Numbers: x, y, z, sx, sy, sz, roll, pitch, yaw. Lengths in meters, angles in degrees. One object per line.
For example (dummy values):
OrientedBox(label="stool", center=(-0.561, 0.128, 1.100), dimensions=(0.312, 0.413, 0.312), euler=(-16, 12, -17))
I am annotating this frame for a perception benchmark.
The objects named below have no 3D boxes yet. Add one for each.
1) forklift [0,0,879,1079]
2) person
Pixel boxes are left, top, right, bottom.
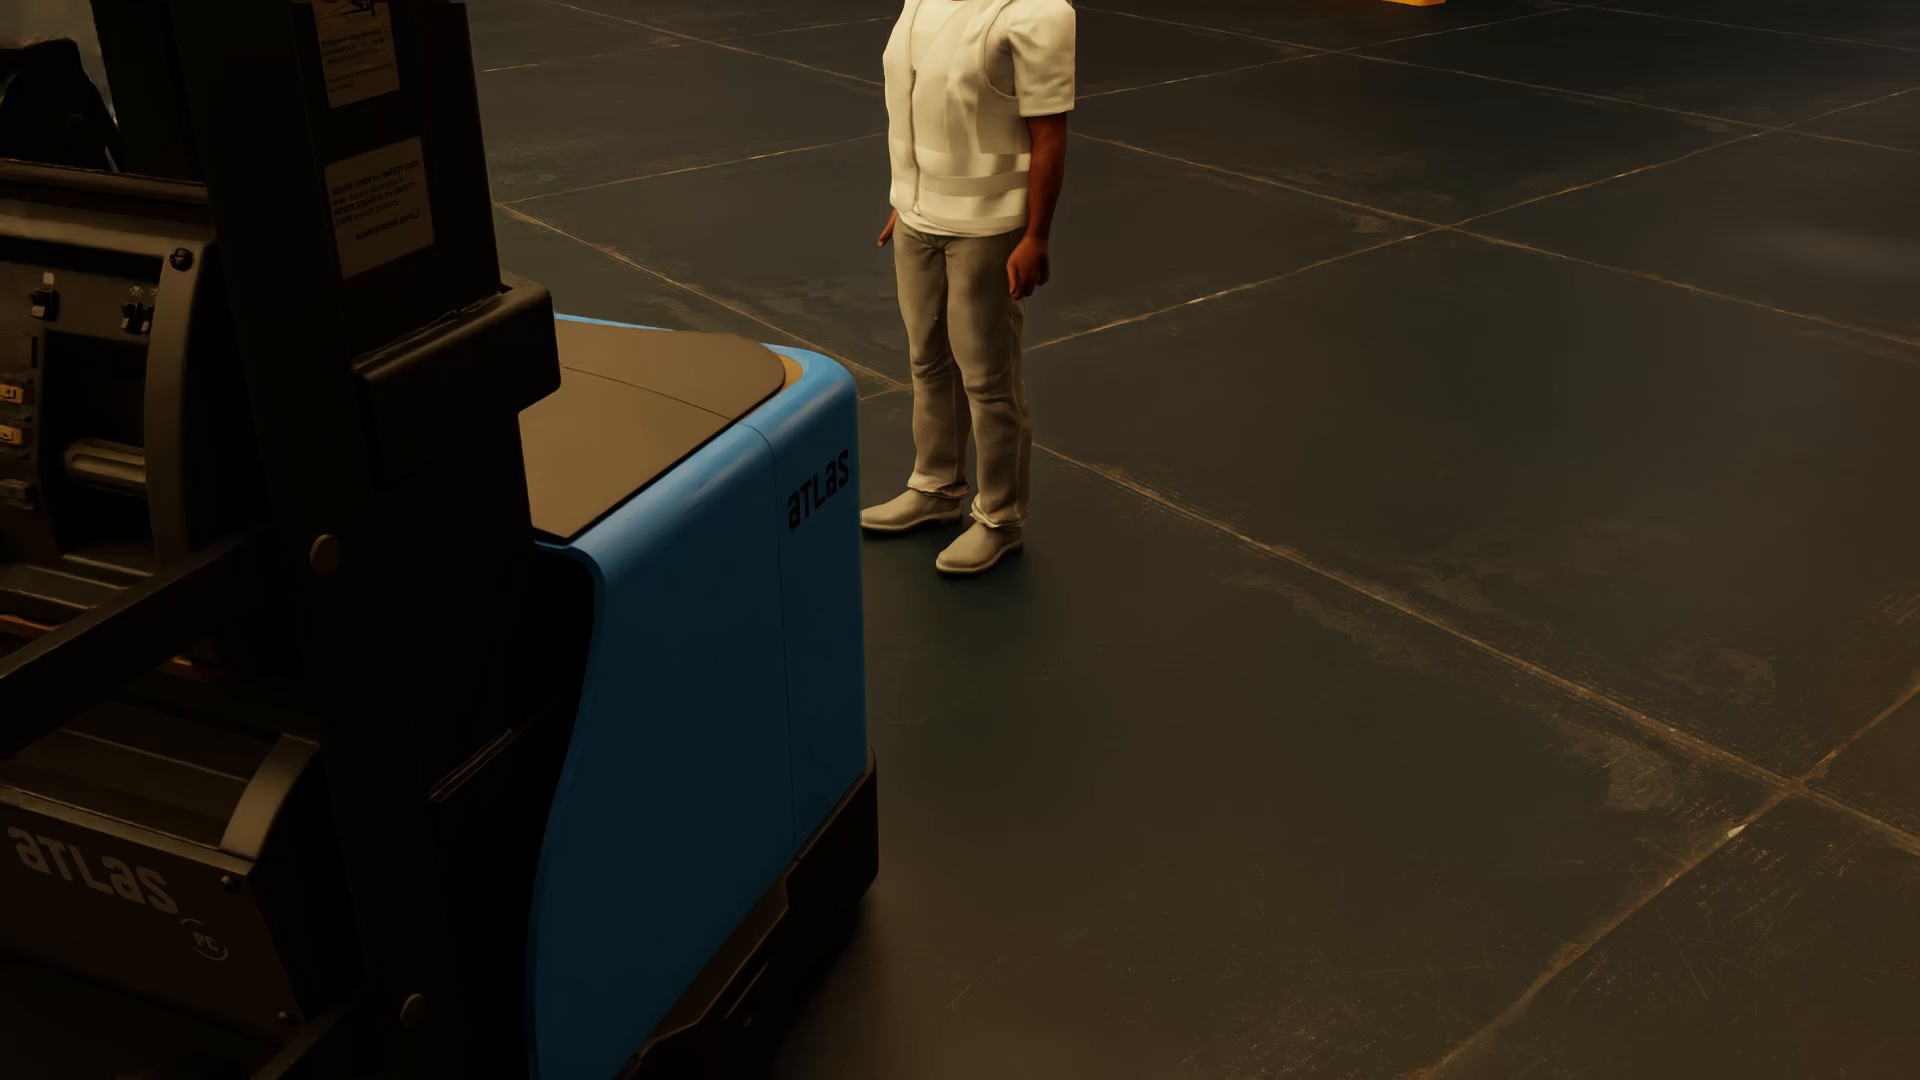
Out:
OrientedBox(label="forklift", center=(-1.179, -0.128, 1.461), dimensions=(1.130, 2.935, 3.031), euler=(10, 28, 20))
OrientedBox(label="person", center=(0.005, -0.787, 4.100), dimensions=(0.388, 1.770, 0.556), euler=(-20, 33, -35))
